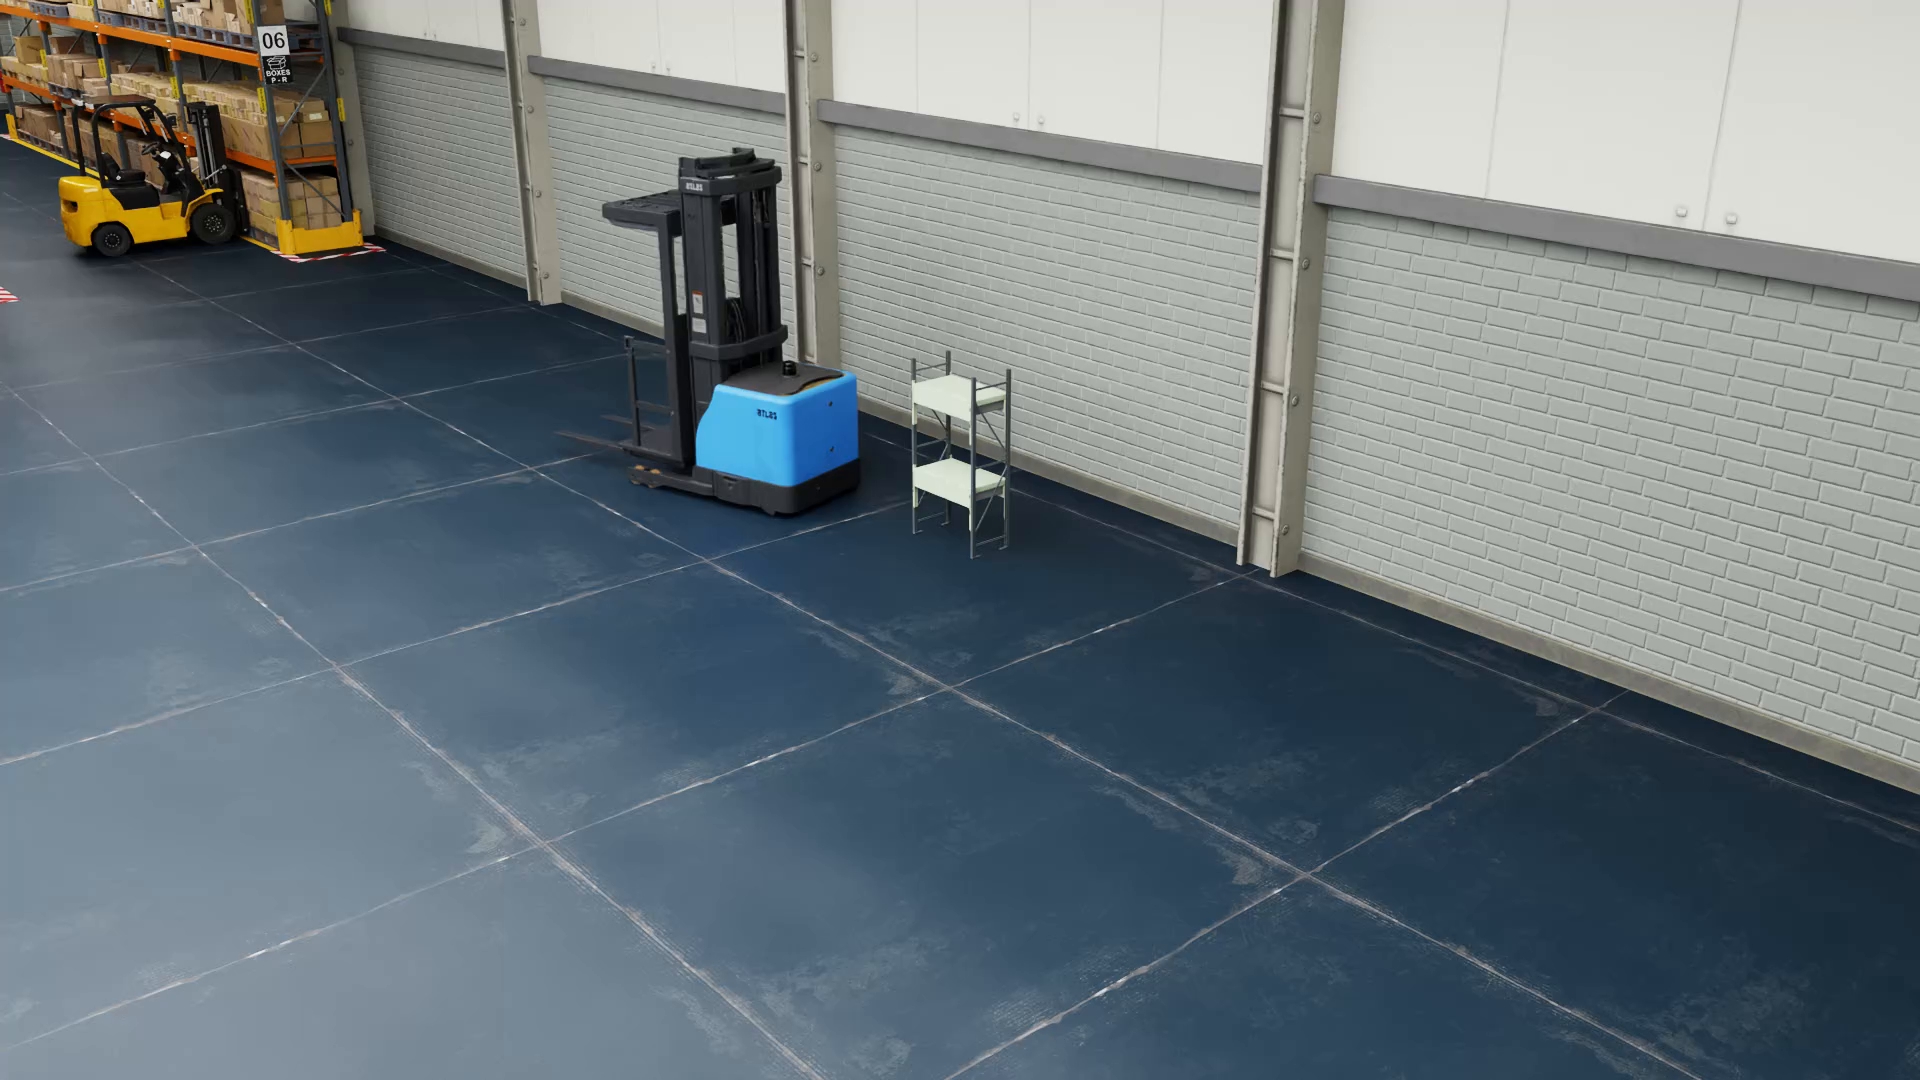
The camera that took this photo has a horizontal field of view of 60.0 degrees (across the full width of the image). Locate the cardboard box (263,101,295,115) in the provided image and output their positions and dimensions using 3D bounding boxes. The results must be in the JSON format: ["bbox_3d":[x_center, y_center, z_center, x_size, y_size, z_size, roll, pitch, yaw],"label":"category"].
[{"bbox_3d":[-9.929,-6.295,24.235,0.380,0.149,0.250,-17,27,-37],"label":"cardboard box"}]

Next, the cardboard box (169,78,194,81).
[{"bbox_3d":[-13.375,-7.857,28.631,0.380,0.149,0.250,-16,27,-36],"label":"cardboard box"}]

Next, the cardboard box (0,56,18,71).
[{"bbox_3d":[-19.887,-10.059,35.077,0.500,0.250,0.500,-17,27,-37],"label":"cardboard box"}]

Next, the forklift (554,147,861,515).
[{"bbox_3d":[-2.392,-1.972,14.725,3.031,2.935,1.130,14,25,31],"label":"forklift"}]

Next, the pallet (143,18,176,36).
[{"bbox_3d":[-12.732,-8.413,27.225,0.805,0.209,1.217,-19,28,-39],"label":"pallet"}]

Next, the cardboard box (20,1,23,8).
[{"bbox_3d":[-18.462,-10.678,33.091,0.380,0.149,0.250,-16,27,-36],"label":"cardboard box"}]

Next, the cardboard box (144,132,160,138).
[{"bbox_3d":[-14.862,-7.522,30.763,0.380,0.149,0.250,-16,26,-35],"label":"cardboard box"}]

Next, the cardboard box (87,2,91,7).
[{"bbox_3d":[-15.325,-9.599,29.651,0.380,0.149,0.250,-18,28,-39],"label":"cardboard box"}]

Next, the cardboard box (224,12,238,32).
[{"bbox_3d":[-10.472,-7.562,24.263,0.396,0.266,0.258,-17,27,-37],"label":"cardboard box"}]

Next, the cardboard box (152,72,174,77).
[{"bbox_3d":[-14.136,-8.231,29.585,0.380,0.149,0.250,-17,27,-36],"label":"cardboard box"}]

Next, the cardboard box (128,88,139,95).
[{"bbox_3d":[-13.999,-7.664,28.685,0.500,0.250,0.500,-18,28,-39],"label":"cardboard box"}]

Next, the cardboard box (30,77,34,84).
[{"bbox_3d":[-18.761,-9.416,33.983,0.380,0.149,0.250,-18,27,-38],"label":"cardboard box"}]

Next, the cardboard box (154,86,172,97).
[{"bbox_3d":[-13.112,-7.443,27.573,0.380,0.149,0.250,-19,28,-39],"label":"cardboard box"}]

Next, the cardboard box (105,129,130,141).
[{"bbox_3d":[-15.473,-7.448,30.574,0.380,0.149,0.250,-19,28,-40],"label":"cardboard box"}]

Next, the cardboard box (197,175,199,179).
[{"bbox_3d":[-12.064,-5.805,26.928,0.500,0.250,0.500,-18,27,-38],"label":"cardboard box"}]

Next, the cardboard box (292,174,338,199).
[{"bbox_3d":[-9.705,-5.318,24.998,0.500,0.250,0.500,-18,28,-38],"label":"cardboard box"}]

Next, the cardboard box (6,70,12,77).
[{"bbox_3d":[-19.972,-9.907,35.235,0.380,0.149,0.250,-18,27,-38],"label":"cardboard box"}]

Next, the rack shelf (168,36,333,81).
[{"bbox_3d":[-10.841,-7.374,25.297,1.077,0.370,4.000,-17,27,-37],"label":"rack shelf"}]

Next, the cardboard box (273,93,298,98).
[{"bbox_3d":[-10.262,-6.679,25.215,0.380,0.149,0.250,-16,27,-36],"label":"cardboard box"}]

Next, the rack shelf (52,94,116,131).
[{"bbox_3d":[-16.063,-8.187,31.487,1.077,0.370,4.000,-17,27,-37],"label":"rack shelf"}]

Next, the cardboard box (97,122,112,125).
[{"bbox_3d":[-16.238,-7.833,31.557,0.380,0.149,0.250,-17,27,-37],"label":"cardboard box"}]

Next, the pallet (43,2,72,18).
[{"bbox_3d":[-16.316,-9.901,31.021,1.213,0.211,1.003,-17,27,-37],"label":"pallet"}]

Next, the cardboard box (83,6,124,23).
[{"bbox_3d":[-15.276,-9.381,29.640,0.500,0.250,0.500,-19,28,-39],"label":"cardboard box"}]

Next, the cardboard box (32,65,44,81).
[{"bbox_3d":[-18.224,-9.361,33.295,0.500,0.250,0.500,-17,27,-37],"label":"cardboard box"}]

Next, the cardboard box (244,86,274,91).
[{"bbox_3d":[-11.029,-7.056,26.177,0.380,0.149,0.250,-18,28,-38],"label":"cardboard box"}]

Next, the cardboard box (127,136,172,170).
[{"bbox_3d":[-14.360,-6.884,29.853,0.875,0.625,0.625,-16,27,-36],"label":"cardboard box"}]

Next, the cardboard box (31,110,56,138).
[{"bbox_3d":[-18.854,-8.605,34.418,0.500,0.500,0.500,-17,27,-36],"label":"cardboard box"}]

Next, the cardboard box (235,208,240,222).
[{"bbox_3d":[-11.074,-5.147,25.934,0.500,0.250,0.500,-16,27,-36],"label":"cardboard box"}]

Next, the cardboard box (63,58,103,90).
[{"bbox_3d":[-16.372,-8.770,31.276,0.700,0.500,0.500,-18,27,-38],"label":"cardboard box"}]

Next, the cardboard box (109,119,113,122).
[{"bbox_3d":[-16.242,-8.086,32.203,0.380,0.149,0.250,-17,27,-36],"label":"cardboard box"}]

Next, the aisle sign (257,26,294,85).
[{"bbox_3d":[-9.715,-6.882,23.603,0.394,0.787,0.004,-17,27,-37],"label":"aisle sign"}]

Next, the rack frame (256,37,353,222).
[{"bbox_3d":[-9.535,-5.759,24.302,1.000,3.000,0.127,-17,27,-37],"label":"rack frame"}]

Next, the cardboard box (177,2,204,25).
[{"bbox_3d":[-11.788,-8.174,25.763,0.500,0.311,0.500,-17,27,-36],"label":"cardboard box"}]

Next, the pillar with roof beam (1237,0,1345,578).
[{"bbox_3d":[-0.819,-2.962,8.933,9.100,9.000,0.400,-17,27,-37],"label":"pillar with roof beam"}]

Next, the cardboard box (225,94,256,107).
[{"bbox_3d":[-10.838,-6.624,25.075,0.380,0.149,0.250,-17,27,-36],"label":"cardboard box"}]

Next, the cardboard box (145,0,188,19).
[{"bbox_3d":[-12.803,-8.604,26.860,0.500,0.311,0.500,-19,28,-39],"label":"cardboard box"}]

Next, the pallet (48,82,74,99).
[{"bbox_3d":[-16.929,-8.739,32.171,1.003,0.211,1.213,-17,27,-37],"label":"pallet"}]

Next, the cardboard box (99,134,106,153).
[{"bbox_3d":[-15.858,-7.352,31.219,0.500,0.500,0.500,-16,27,-35],"label":"cardboard box"}]

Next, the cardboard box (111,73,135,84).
[{"bbox_3d":[-14.772,-8.160,29.404,0.380,0.149,0.250,-16,27,-36],"label":"cardboard box"}]

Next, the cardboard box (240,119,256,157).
[{"bbox_3d":[-10.387,-6.025,24.843,0.500,0.500,0.500,-16,27,-36],"label":"cardboard box"}]

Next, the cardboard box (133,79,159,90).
[{"bbox_3d":[-13.922,-7.806,28.500,0.380,0.149,0.250,-17,27,-36],"label":"cardboard box"}]

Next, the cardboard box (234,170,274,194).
[{"bbox_3d":[-10.747,-5.470,25.386,0.500,0.250,0.500,-17,27,-37],"label":"cardboard box"}]

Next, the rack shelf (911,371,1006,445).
[{"bbox_3d":[0.004,-1.060,13.290,0.431,0.370,0.720,-17,27,-37],"label":"rack shelf"}]

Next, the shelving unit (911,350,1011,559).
[{"bbox_3d":[0.004,-0.697,13.432,0.431,1.500,0.755,-17,27,-37],"label":"shelving unit"}]

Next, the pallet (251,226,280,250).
[{"bbox_3d":[-10.066,-4.662,25.324,1.003,0.211,1.213,-17,27,-37],"label":"pallet"}]

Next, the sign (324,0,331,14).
[{"bbox_3d":[-9.111,-7.730,23.914,0.100,0.325,0.005,-17,27,-37],"label":"sign"}]

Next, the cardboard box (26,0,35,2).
[{"bbox_3d":[-17.873,-10.614,32.381,0.500,0.250,0.500,-17,27,-37],"label":"cardboard box"}]

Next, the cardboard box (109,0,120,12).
[{"bbox_3d":[-14.064,-9.281,28.331,0.700,0.500,0.500,-18,28,-38],"label":"cardboard box"}]

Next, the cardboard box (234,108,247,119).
[{"bbox_3d":[-10.649,-6.421,24.963,0.380,0.149,0.250,-19,28,-39],"label":"cardboard box"}]

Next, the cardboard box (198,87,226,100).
[{"bbox_3d":[-11.660,-6.978,25.979,0.380,0.149,0.250,-17,27,-36],"label":"cardboard box"}]

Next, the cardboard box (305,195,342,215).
[{"bbox_3d":[-9.685,-5.087,25.093,0.500,0.250,0.500,-17,27,-36],"label":"cardboard box"}]

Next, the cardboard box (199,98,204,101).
[{"bbox_3d":[-11.671,-6.840,26.034,0.380,0.149,0.250,-17,27,-36],"label":"cardboard box"}]

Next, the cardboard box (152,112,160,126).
[{"bbox_3d":[-13.307,-7.154,28.067,0.500,0.250,0.500,-17,27,-37],"label":"cardboard box"}]

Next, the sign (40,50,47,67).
[{"bbox_3d":[-17.774,-9.347,32.273,0.100,0.325,0.005,-17,27,-37],"label":"sign"}]

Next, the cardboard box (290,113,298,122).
[{"bbox_3d":[-9.769,-6.317,24.698,0.380,0.149,0.250,-17,27,-37],"label":"cardboard box"}]
